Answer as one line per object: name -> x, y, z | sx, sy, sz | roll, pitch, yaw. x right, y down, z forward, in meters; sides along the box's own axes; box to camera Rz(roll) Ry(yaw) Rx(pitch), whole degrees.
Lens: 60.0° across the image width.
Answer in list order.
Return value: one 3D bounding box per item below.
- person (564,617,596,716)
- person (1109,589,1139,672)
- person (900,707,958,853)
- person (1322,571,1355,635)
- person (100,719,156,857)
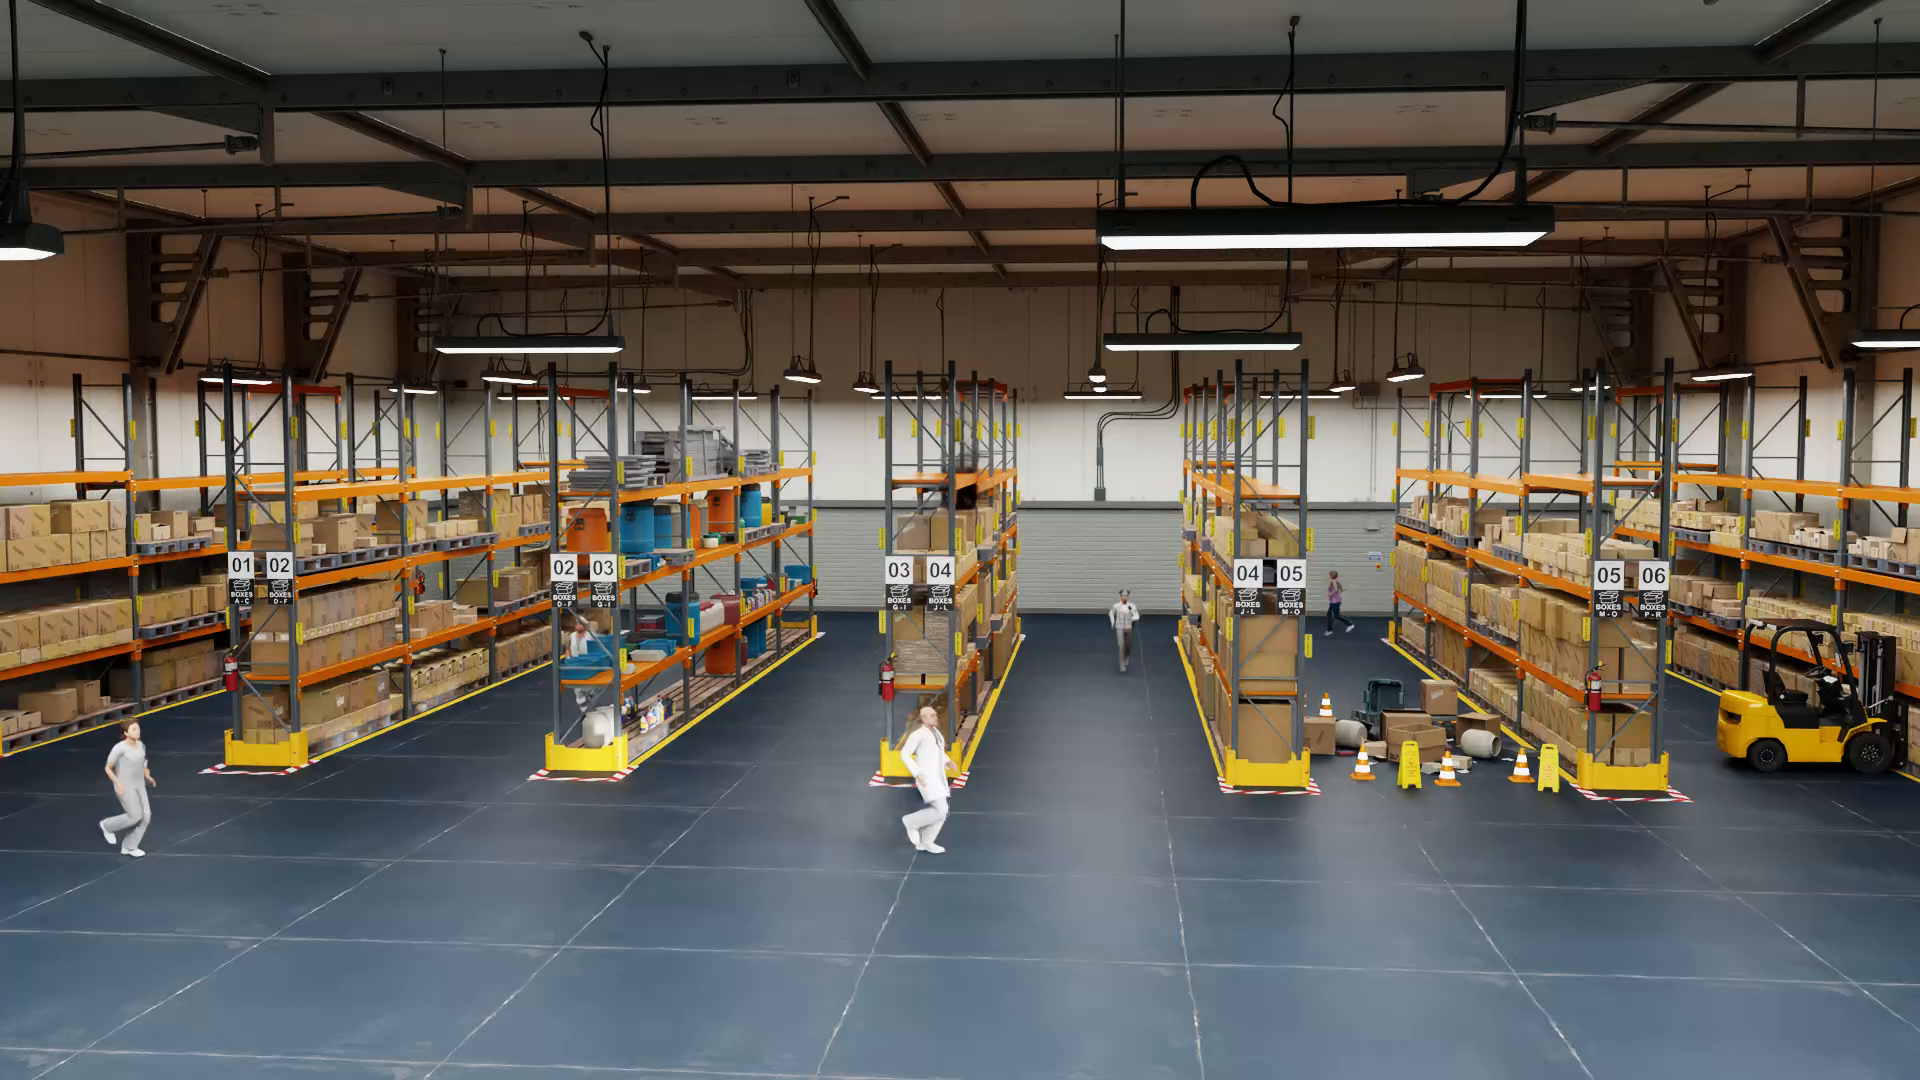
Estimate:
person -> -6.623, 2.212, 29.158 | 0.636, 1.741, 0.586 | 0, 4, 7
person -> 3.428, 1.858, 34.672 | 0.614, 1.674, 0.938 | 0, 4, 1
person -> -0.341, 2.883, 19.708 | 0.633, 1.650, 0.707 | 2, 4, 29
person -> 9.216, 1.542, 40.486 | 0.796, 1.603, 0.522 | 1, 4, 17
person -> -9.815, 2.914, 19.596 | 0.602, 1.619, 0.548 | 1, 4, 19
